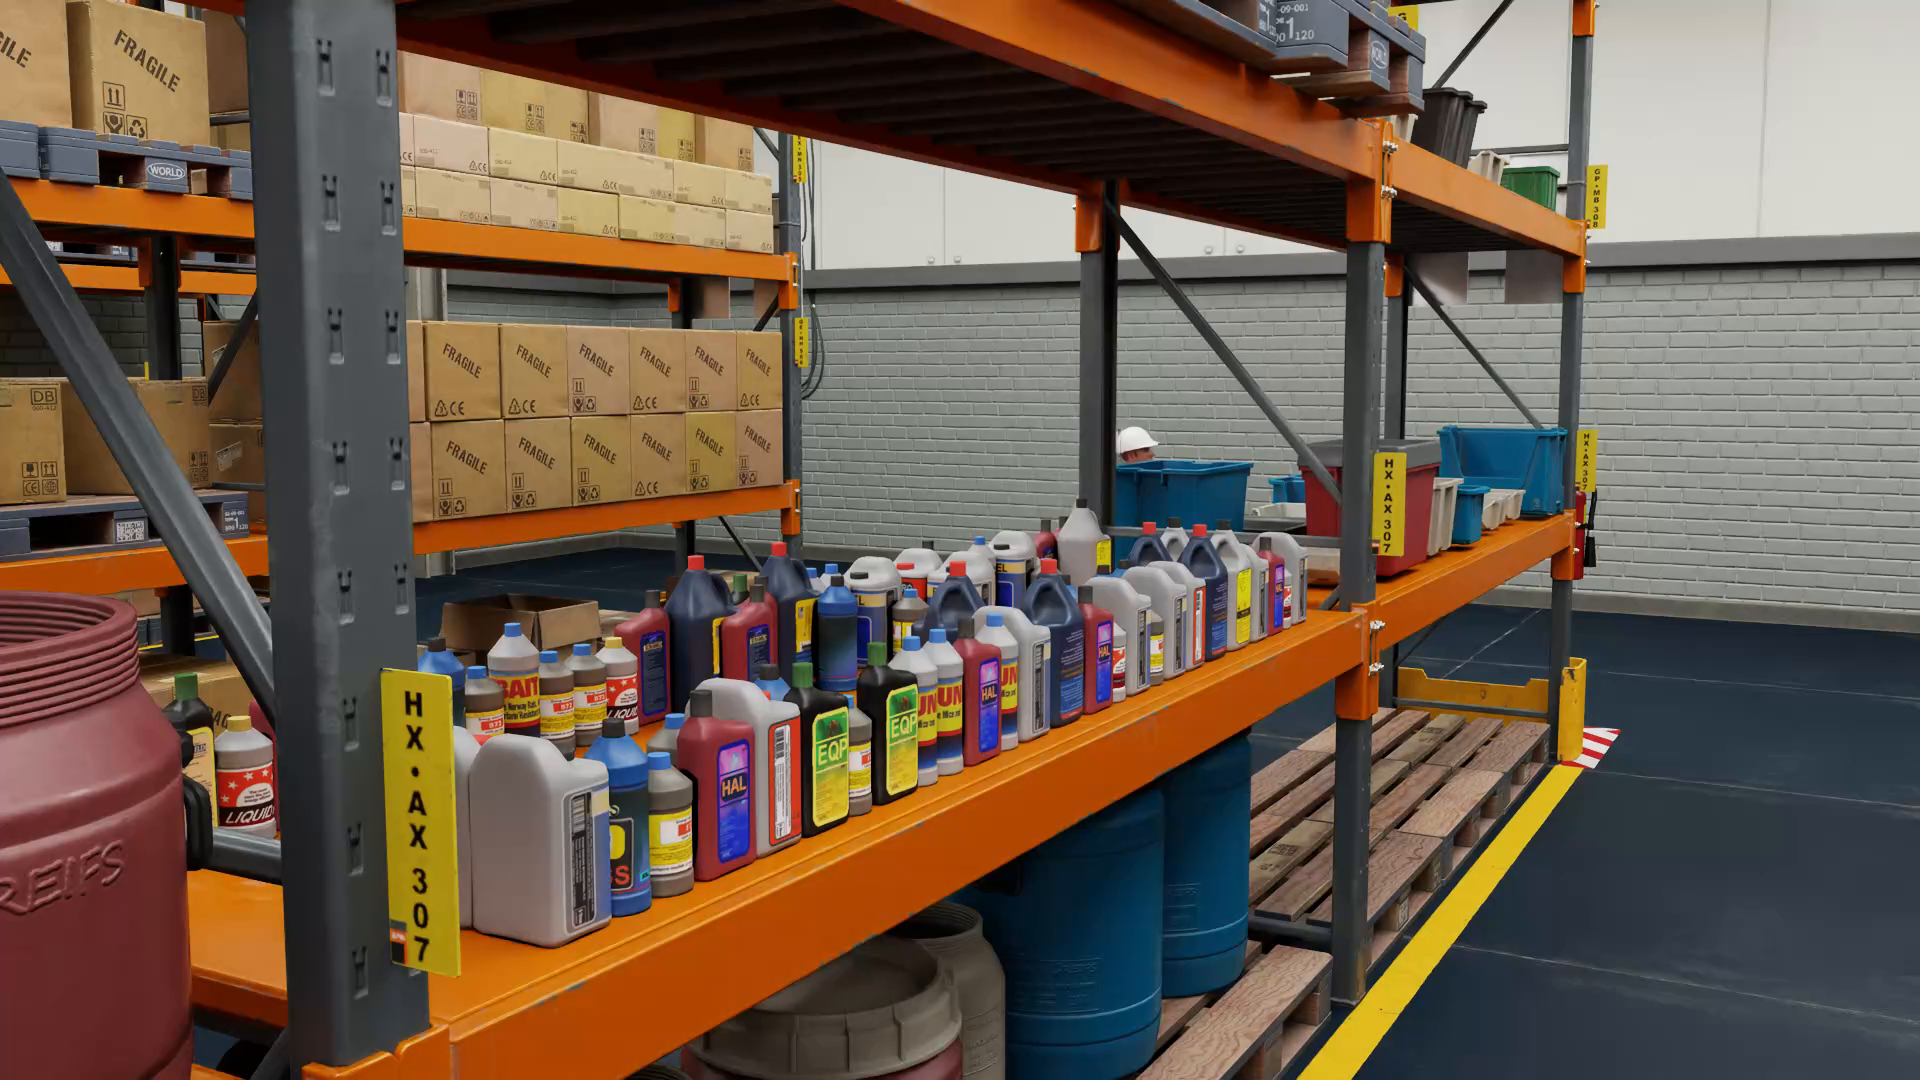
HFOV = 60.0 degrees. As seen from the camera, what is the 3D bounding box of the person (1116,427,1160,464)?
[{"bbox_3d":[0.955,0.099,10.917,0.709,1.682,0.676,2,6,18],"label":"person"}]
